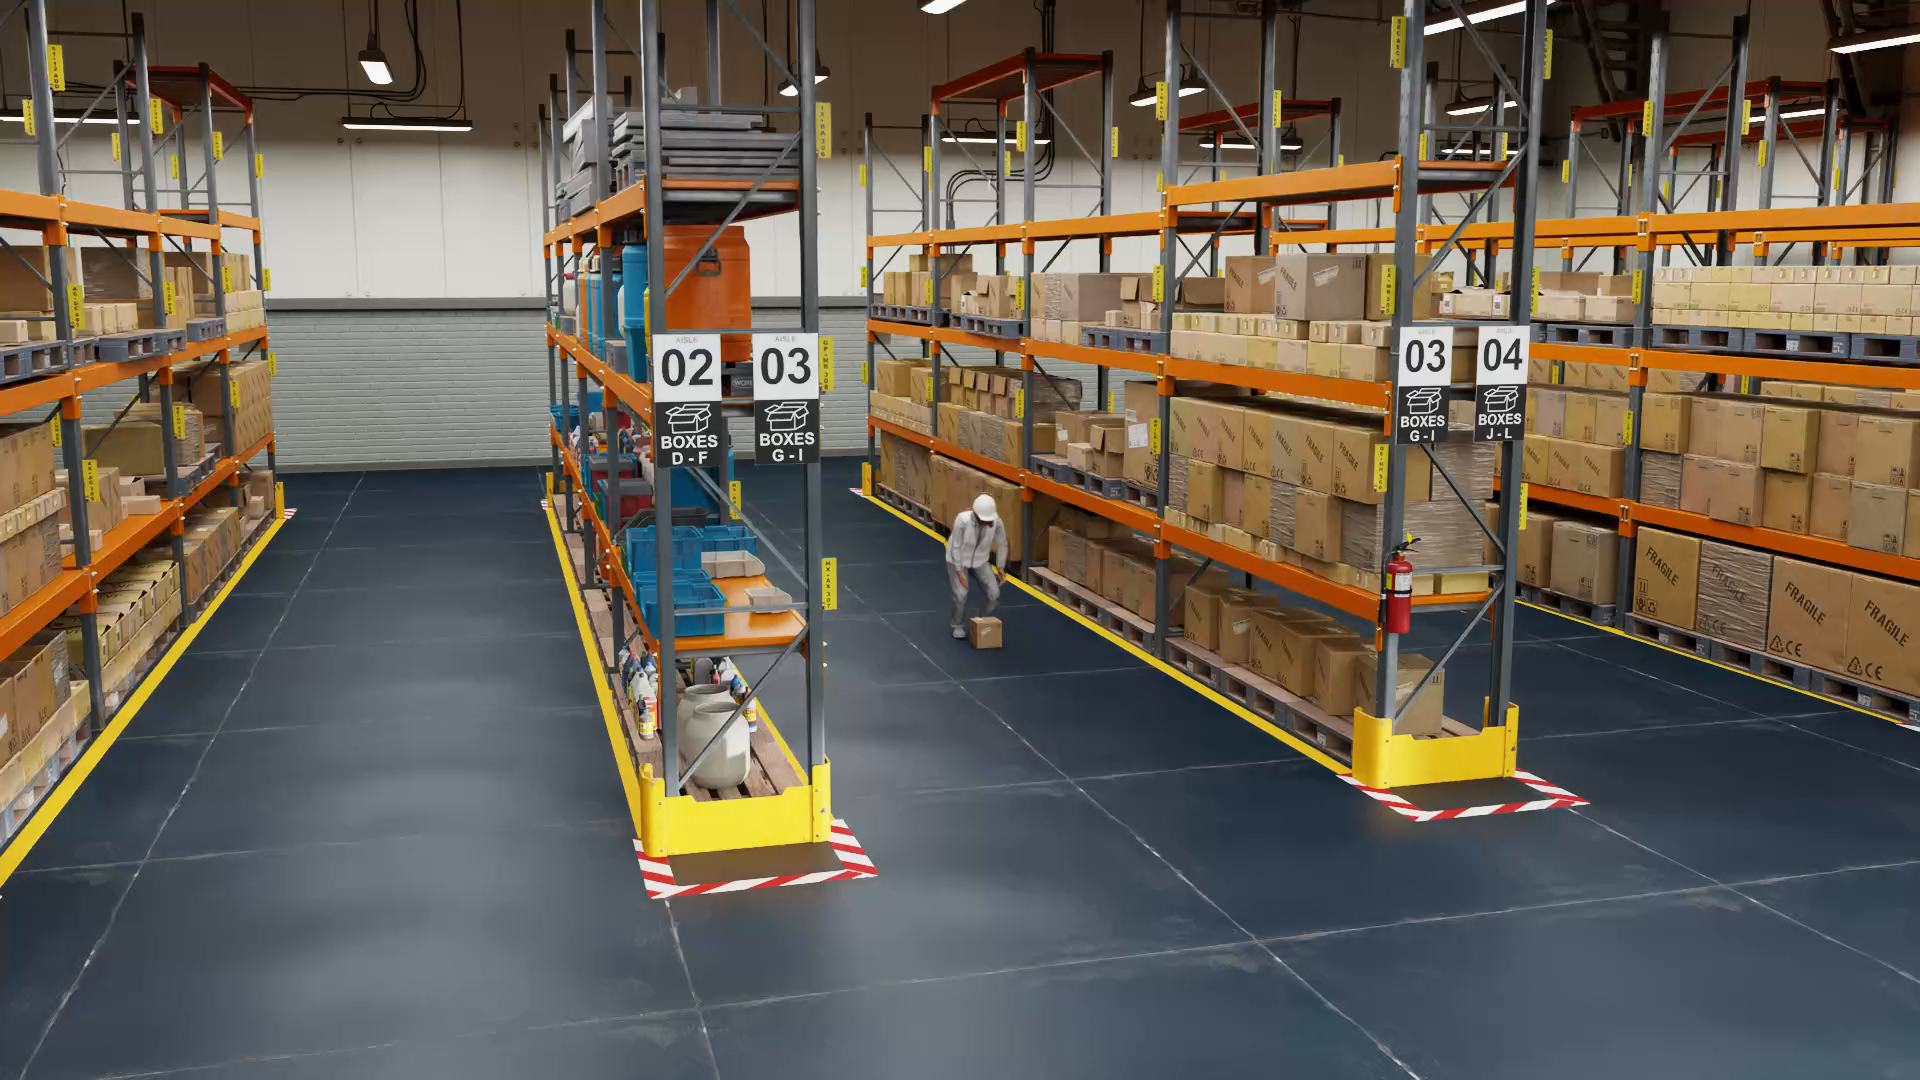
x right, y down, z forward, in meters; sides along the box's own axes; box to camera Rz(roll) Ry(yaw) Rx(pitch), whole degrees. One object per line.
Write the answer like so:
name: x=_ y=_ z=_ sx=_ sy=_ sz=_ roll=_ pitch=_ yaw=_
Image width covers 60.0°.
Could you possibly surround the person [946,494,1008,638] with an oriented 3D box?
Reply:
person: x=0.167 y=0.240 z=16.342 sx=0.591 sy=1.449 sz=0.753 roll=-3 pitch=10 yaw=-16
